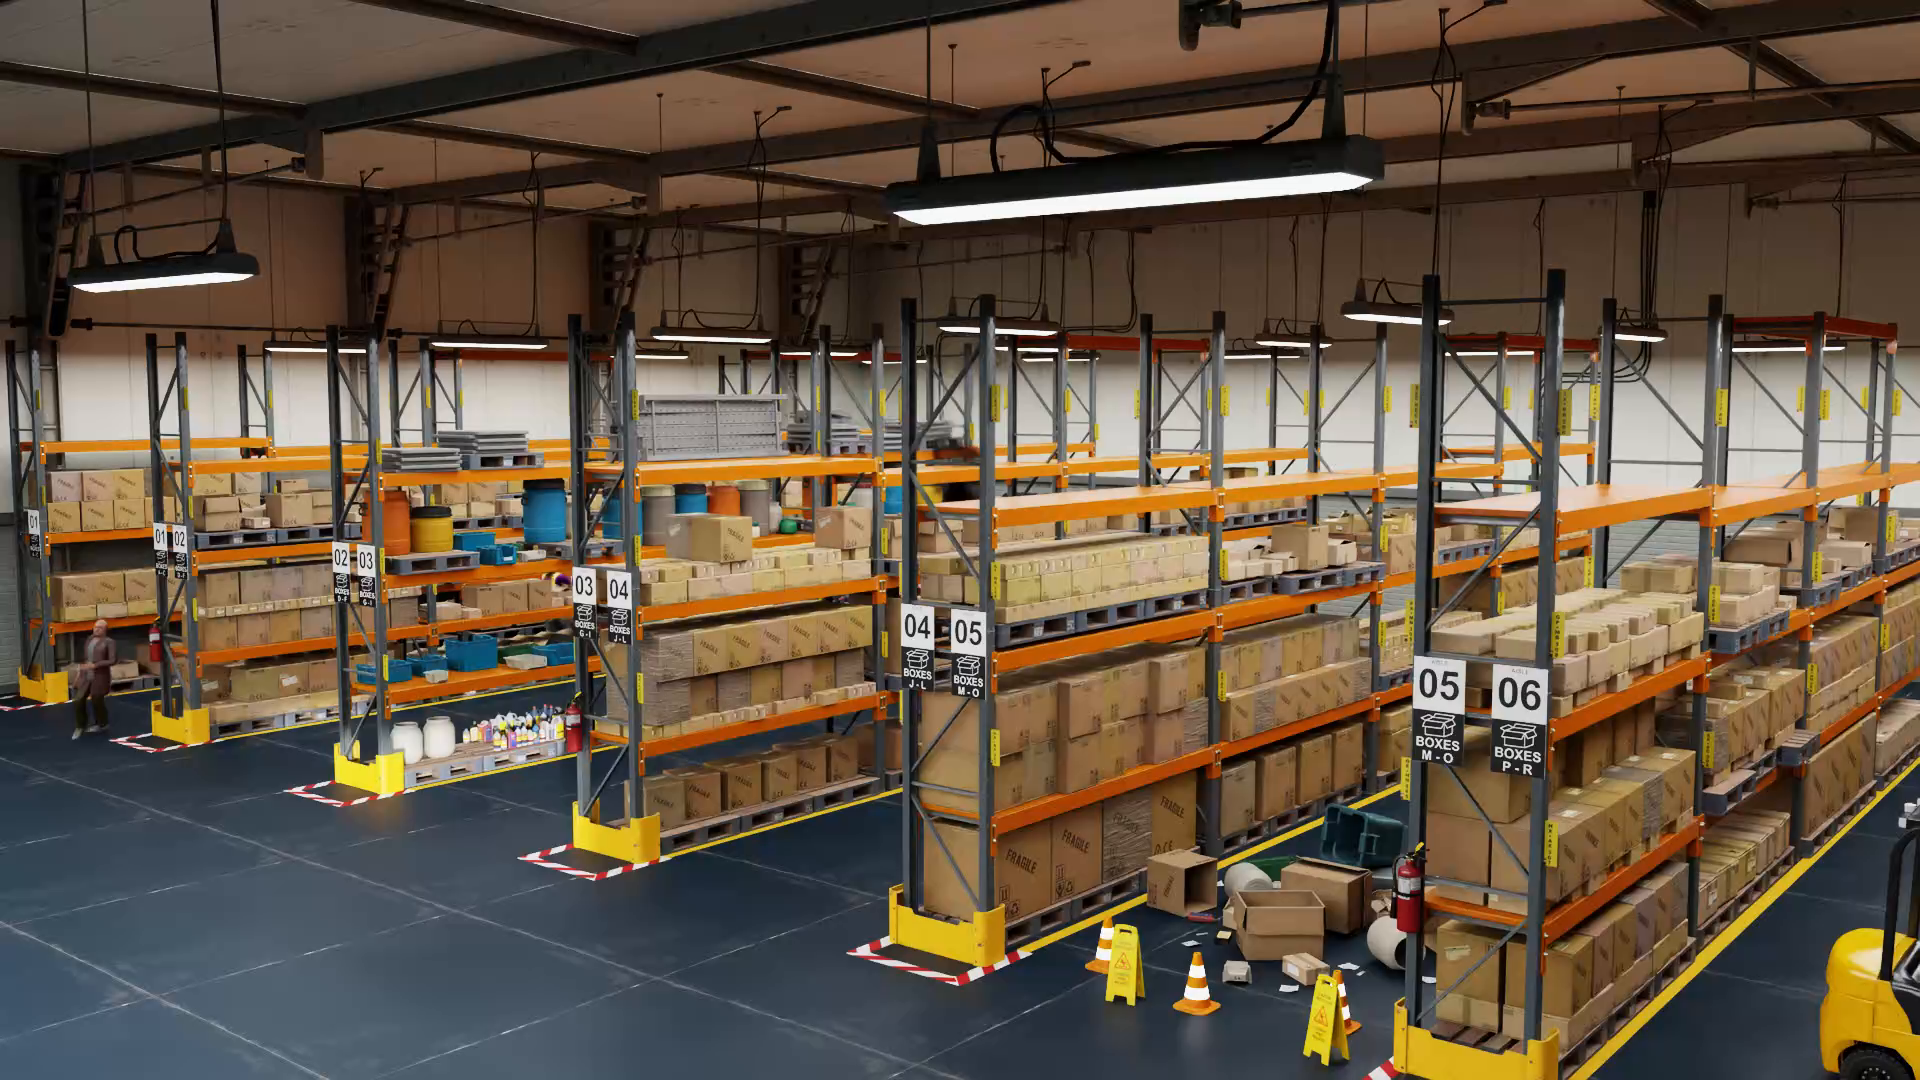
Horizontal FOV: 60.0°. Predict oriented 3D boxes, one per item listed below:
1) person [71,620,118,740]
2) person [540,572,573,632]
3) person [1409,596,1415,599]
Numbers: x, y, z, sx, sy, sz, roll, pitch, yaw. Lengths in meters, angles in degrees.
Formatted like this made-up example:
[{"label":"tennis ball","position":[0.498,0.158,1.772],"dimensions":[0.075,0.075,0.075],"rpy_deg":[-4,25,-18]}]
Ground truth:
[{"label":"person","position":[-12.833,2.082,24.768],"dimensions":[0.693,1.807,0.734],"rpy_deg":[0,5,5]},{"label":"person","position":[-8.138,1.284,33.258],"dimensions":[0.640,1.796,0.890],"rpy_deg":[4,6,34]},{"label":"person","position":[7.536,1.814,27.449],"dimensions":[0.872,1.785,0.662],"rpy_deg":[-5,7,-45]}]
